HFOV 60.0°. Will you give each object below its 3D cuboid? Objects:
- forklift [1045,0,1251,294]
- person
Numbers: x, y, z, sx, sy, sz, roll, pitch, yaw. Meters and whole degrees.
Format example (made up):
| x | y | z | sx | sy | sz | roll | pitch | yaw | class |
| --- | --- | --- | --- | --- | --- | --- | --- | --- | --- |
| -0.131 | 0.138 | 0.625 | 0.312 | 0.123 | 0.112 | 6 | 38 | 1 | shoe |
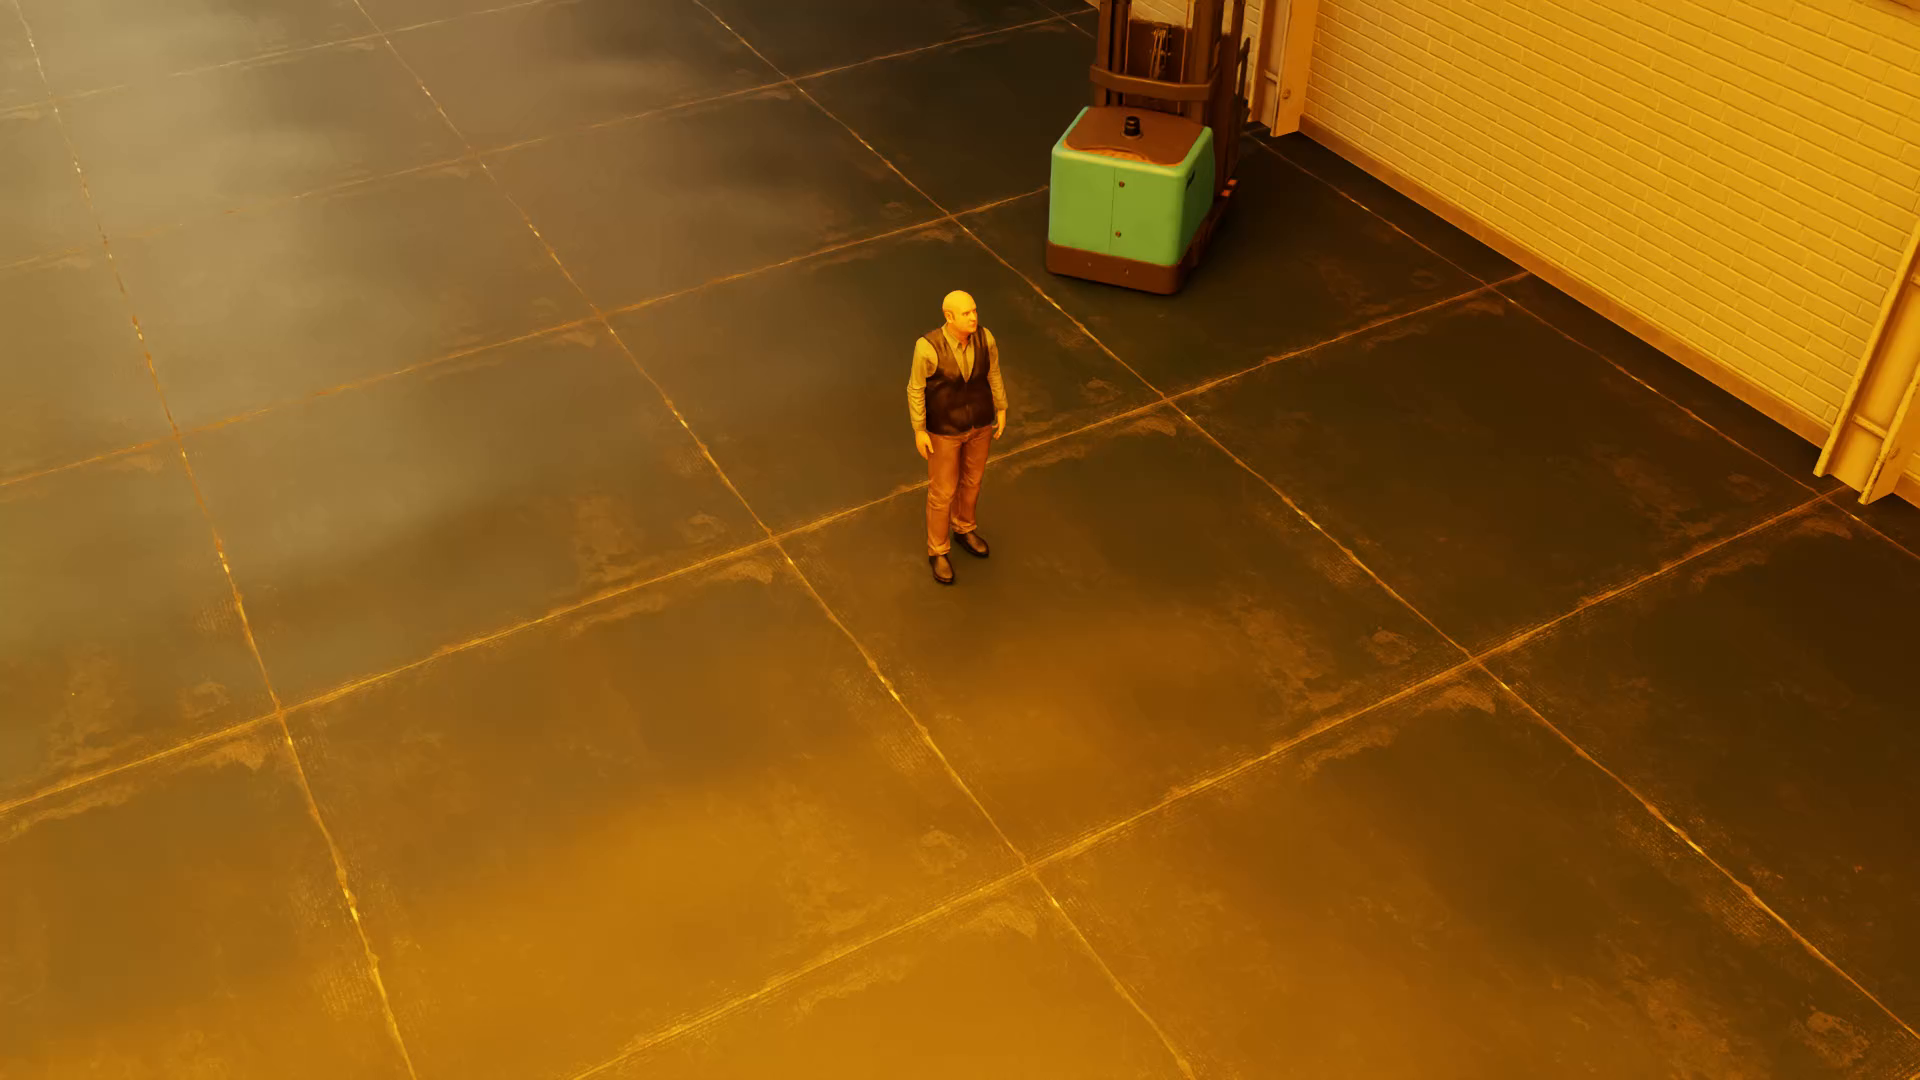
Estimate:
| x | y | z | sx | sy | sz | roll | pitch | yaw | class |
| --- | --- | --- | --- | --- | --- | --- | --- | --- | --- |
| 1.667 | -3.909 | 12.749 | 1.130 | 2.935 | 3.031 | 14 | 42 | 16 | forklift |
| 0.025 | -0.631 | 9.733 | 0.633 | 1.722 | 0.566 | -20 | 44 | -23 | person |
